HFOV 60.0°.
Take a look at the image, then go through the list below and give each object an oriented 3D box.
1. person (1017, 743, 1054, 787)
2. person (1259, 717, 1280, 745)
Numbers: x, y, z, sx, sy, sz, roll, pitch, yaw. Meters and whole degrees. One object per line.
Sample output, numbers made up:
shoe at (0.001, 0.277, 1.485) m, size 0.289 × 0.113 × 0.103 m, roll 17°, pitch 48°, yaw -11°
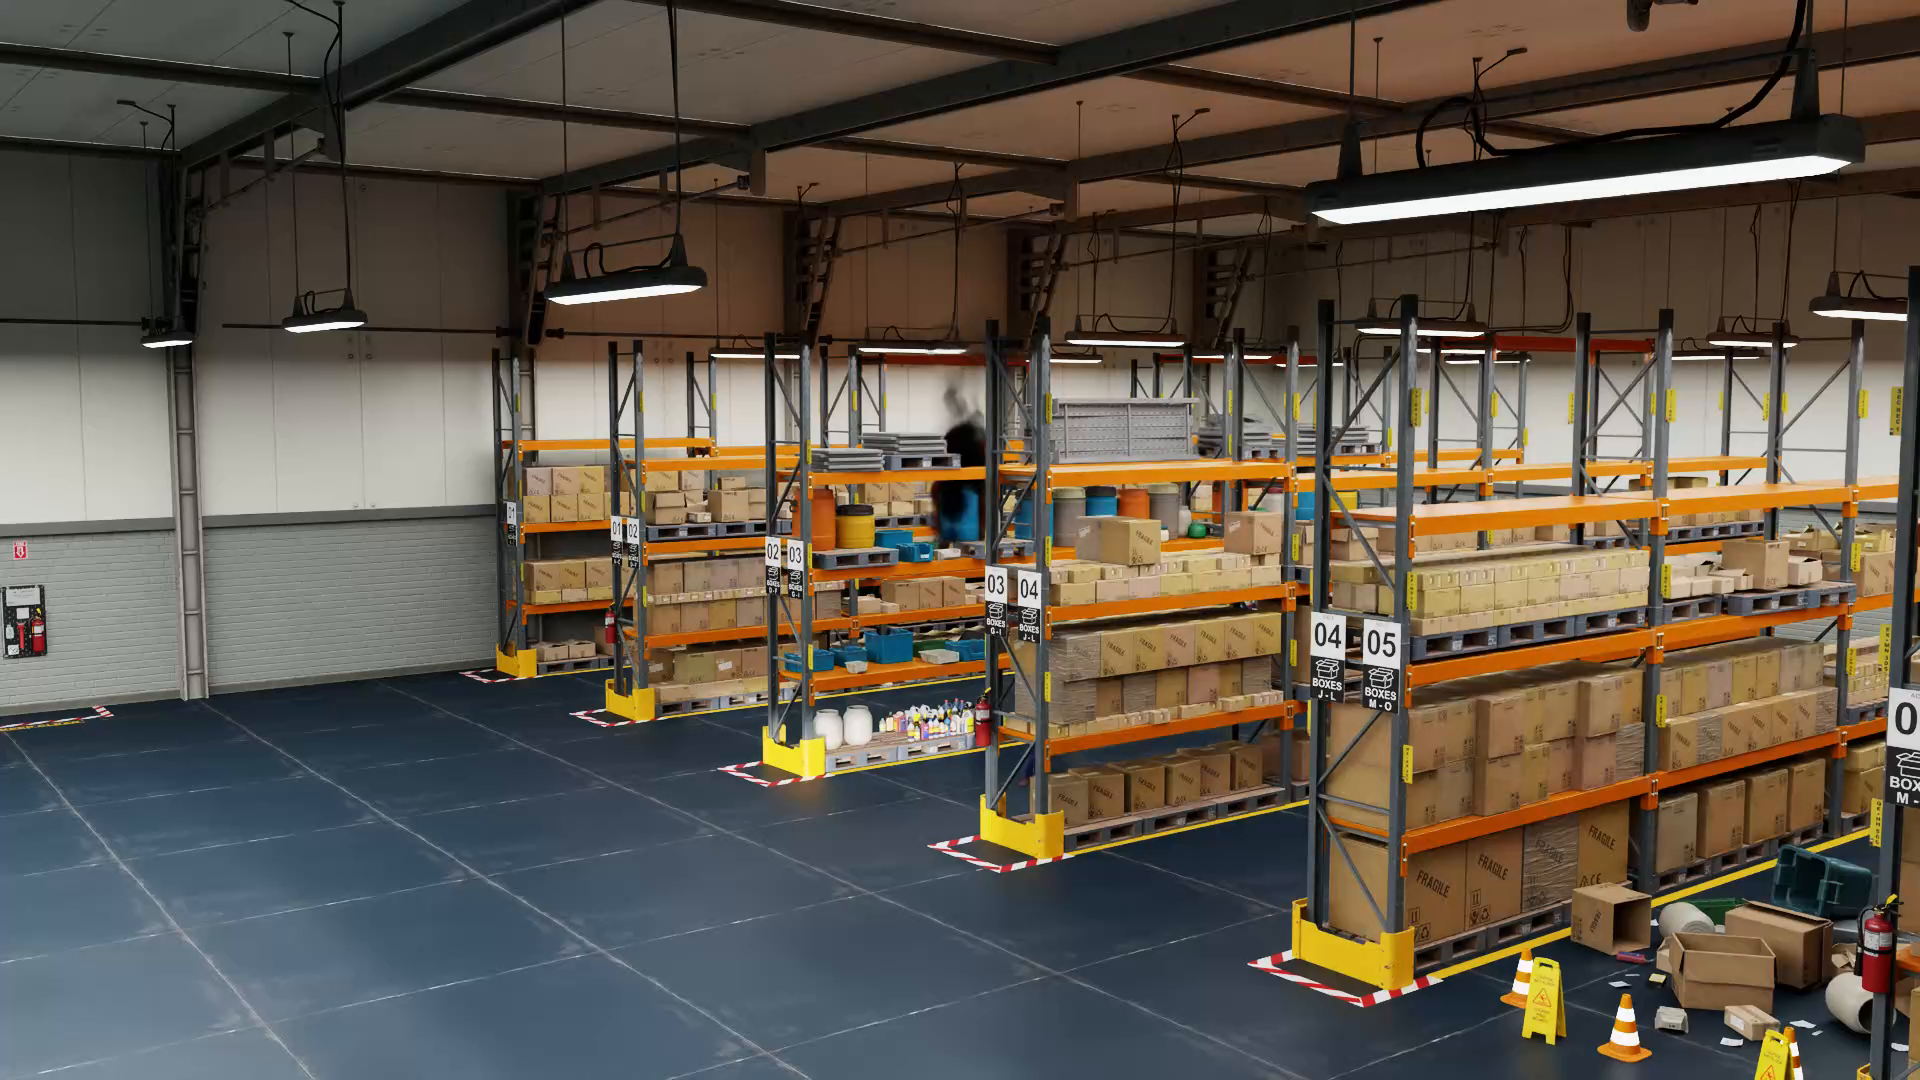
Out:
person at (1.043, 2.442, 22.264) m, size 0.584 × 1.620 × 1.010 m, roll 4°, pitch 7°, yaw 41°
person at (4.526, 2.156, 24.166) m, size 0.854 × 1.802 × 0.676 m, roll -5°, pitch 7°, yaw -42°
